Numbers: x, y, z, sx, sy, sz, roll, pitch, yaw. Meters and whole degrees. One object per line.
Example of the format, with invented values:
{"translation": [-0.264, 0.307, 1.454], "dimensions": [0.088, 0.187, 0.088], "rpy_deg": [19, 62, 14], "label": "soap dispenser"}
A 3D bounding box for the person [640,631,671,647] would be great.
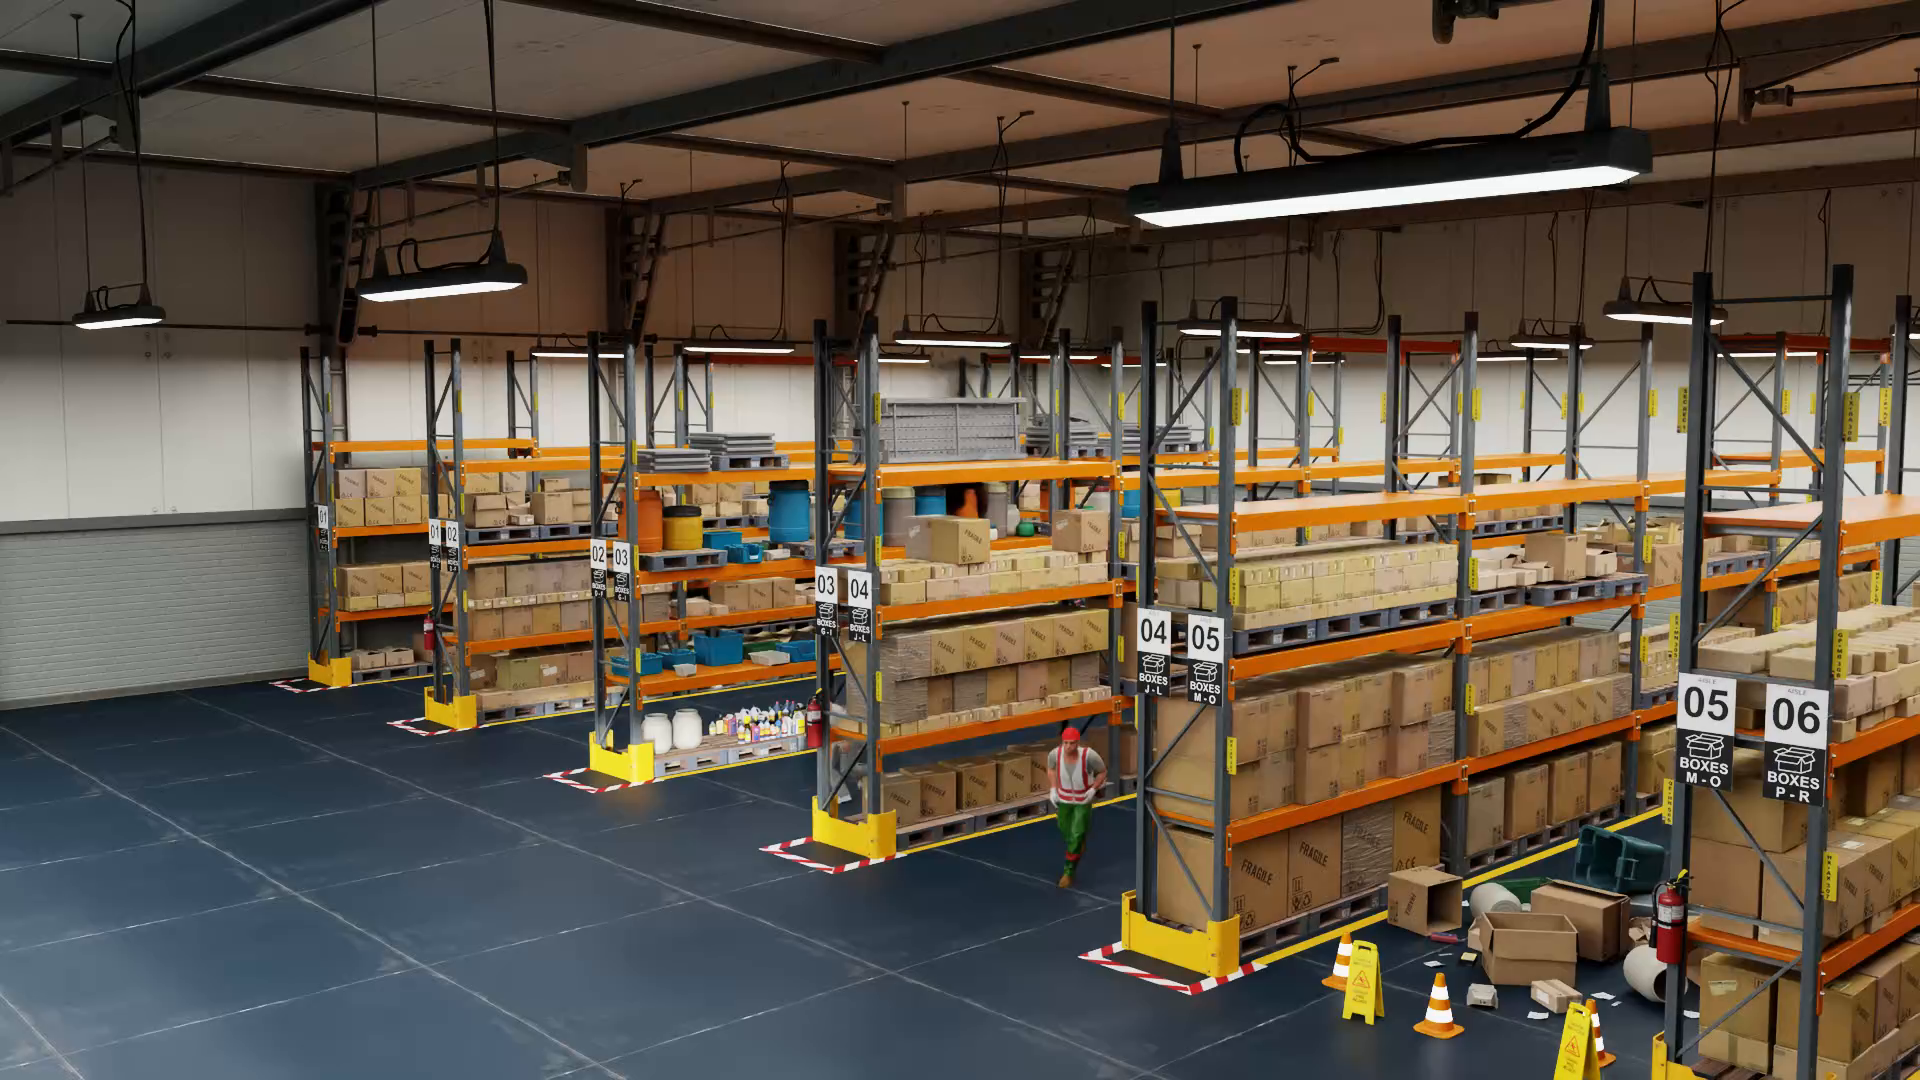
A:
{"translation": [-5.497, 1.678, 30.394], "dimensions": [0.752, 1.744, 1.059], "rpy_deg": [4, 7, 41], "label": "person"}

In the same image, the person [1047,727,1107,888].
{"translation": [1.247, 2.780, 17.661], "dimensions": [0.658, 1.722, 0.909], "rpy_deg": [1, 5, 14], "label": "person"}

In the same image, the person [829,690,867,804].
{"translation": [-1.430, 2.580, 21.055], "dimensions": [0.567, 1.518, 0.964], "rpy_deg": [5, 7, 45], "label": "person"}
